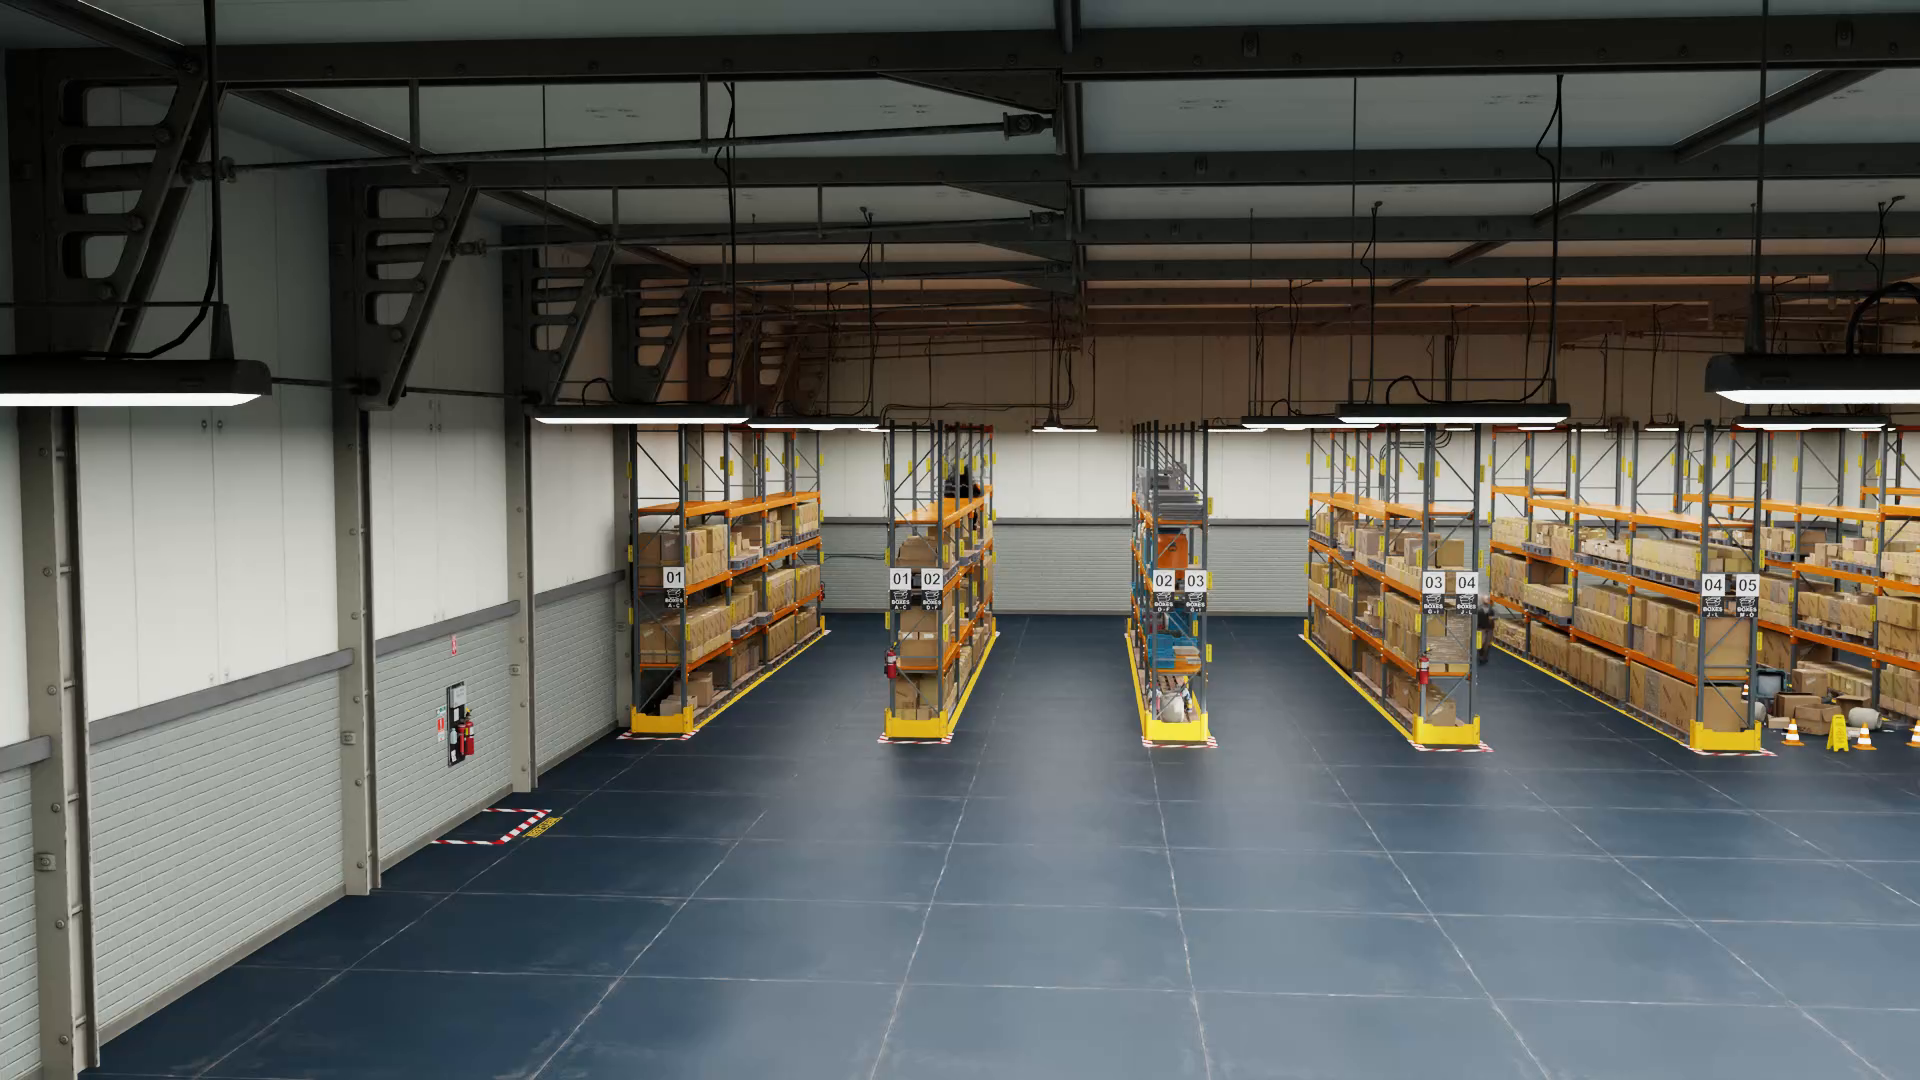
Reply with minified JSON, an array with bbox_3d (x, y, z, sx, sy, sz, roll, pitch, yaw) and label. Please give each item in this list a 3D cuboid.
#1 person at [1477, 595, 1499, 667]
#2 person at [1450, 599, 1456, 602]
[{"bbox_3d":[13.045,2.253,41.325,0.625,1.778,0.758,0,4,4],"label":"person"},{"bbox_3d":[13.403,1.996,45.965,0.685,1.712,0.668,2,4,28],"label":"person"}]
